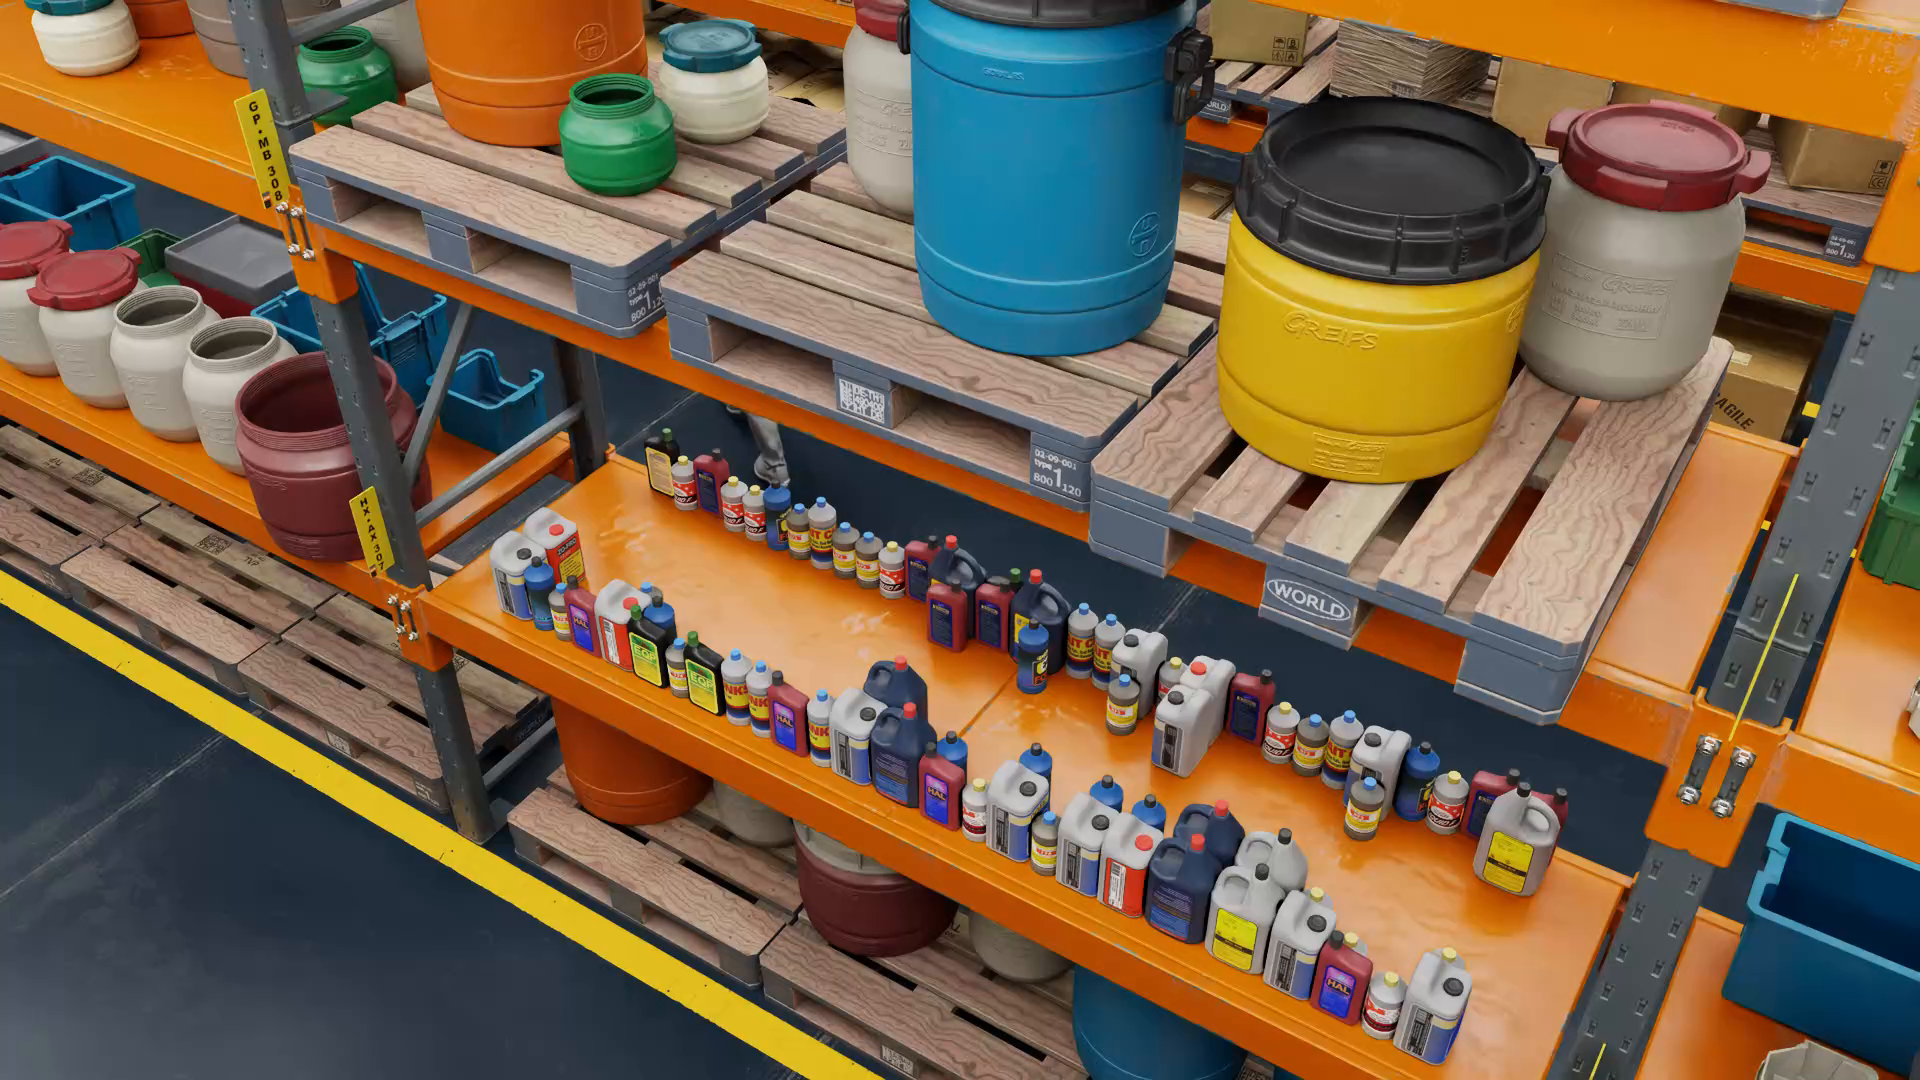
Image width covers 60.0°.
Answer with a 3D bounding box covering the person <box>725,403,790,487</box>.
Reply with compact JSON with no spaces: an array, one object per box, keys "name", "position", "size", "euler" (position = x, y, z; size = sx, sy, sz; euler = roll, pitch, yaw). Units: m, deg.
[{"name":"person","position":[-1.113,-1.139,8.058],"size":[0.508,1.636,0.979],"euler":[-24,45,-27]}]
